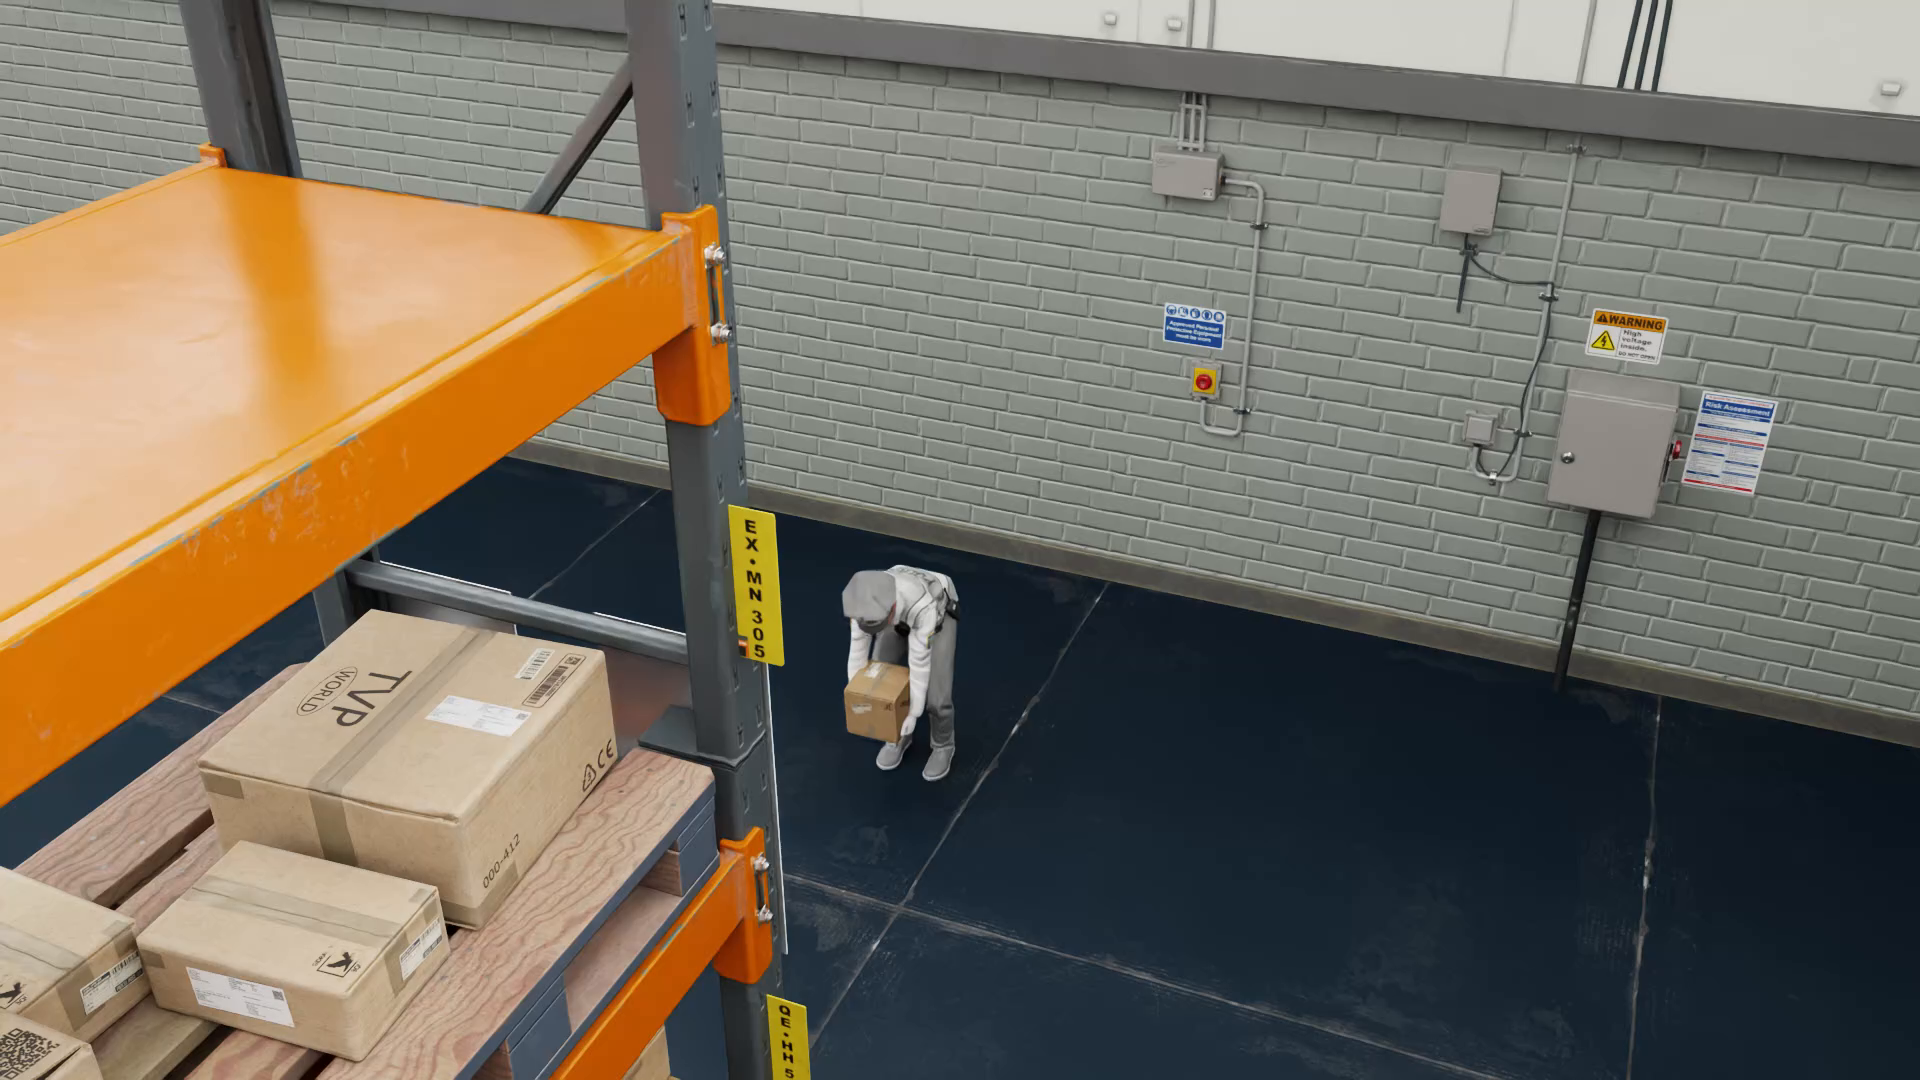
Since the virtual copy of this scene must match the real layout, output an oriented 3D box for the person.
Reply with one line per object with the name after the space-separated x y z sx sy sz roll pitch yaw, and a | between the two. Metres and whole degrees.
-0.282 0.603 7.683 0.417 1.327 0.858 10 31 18 | person
